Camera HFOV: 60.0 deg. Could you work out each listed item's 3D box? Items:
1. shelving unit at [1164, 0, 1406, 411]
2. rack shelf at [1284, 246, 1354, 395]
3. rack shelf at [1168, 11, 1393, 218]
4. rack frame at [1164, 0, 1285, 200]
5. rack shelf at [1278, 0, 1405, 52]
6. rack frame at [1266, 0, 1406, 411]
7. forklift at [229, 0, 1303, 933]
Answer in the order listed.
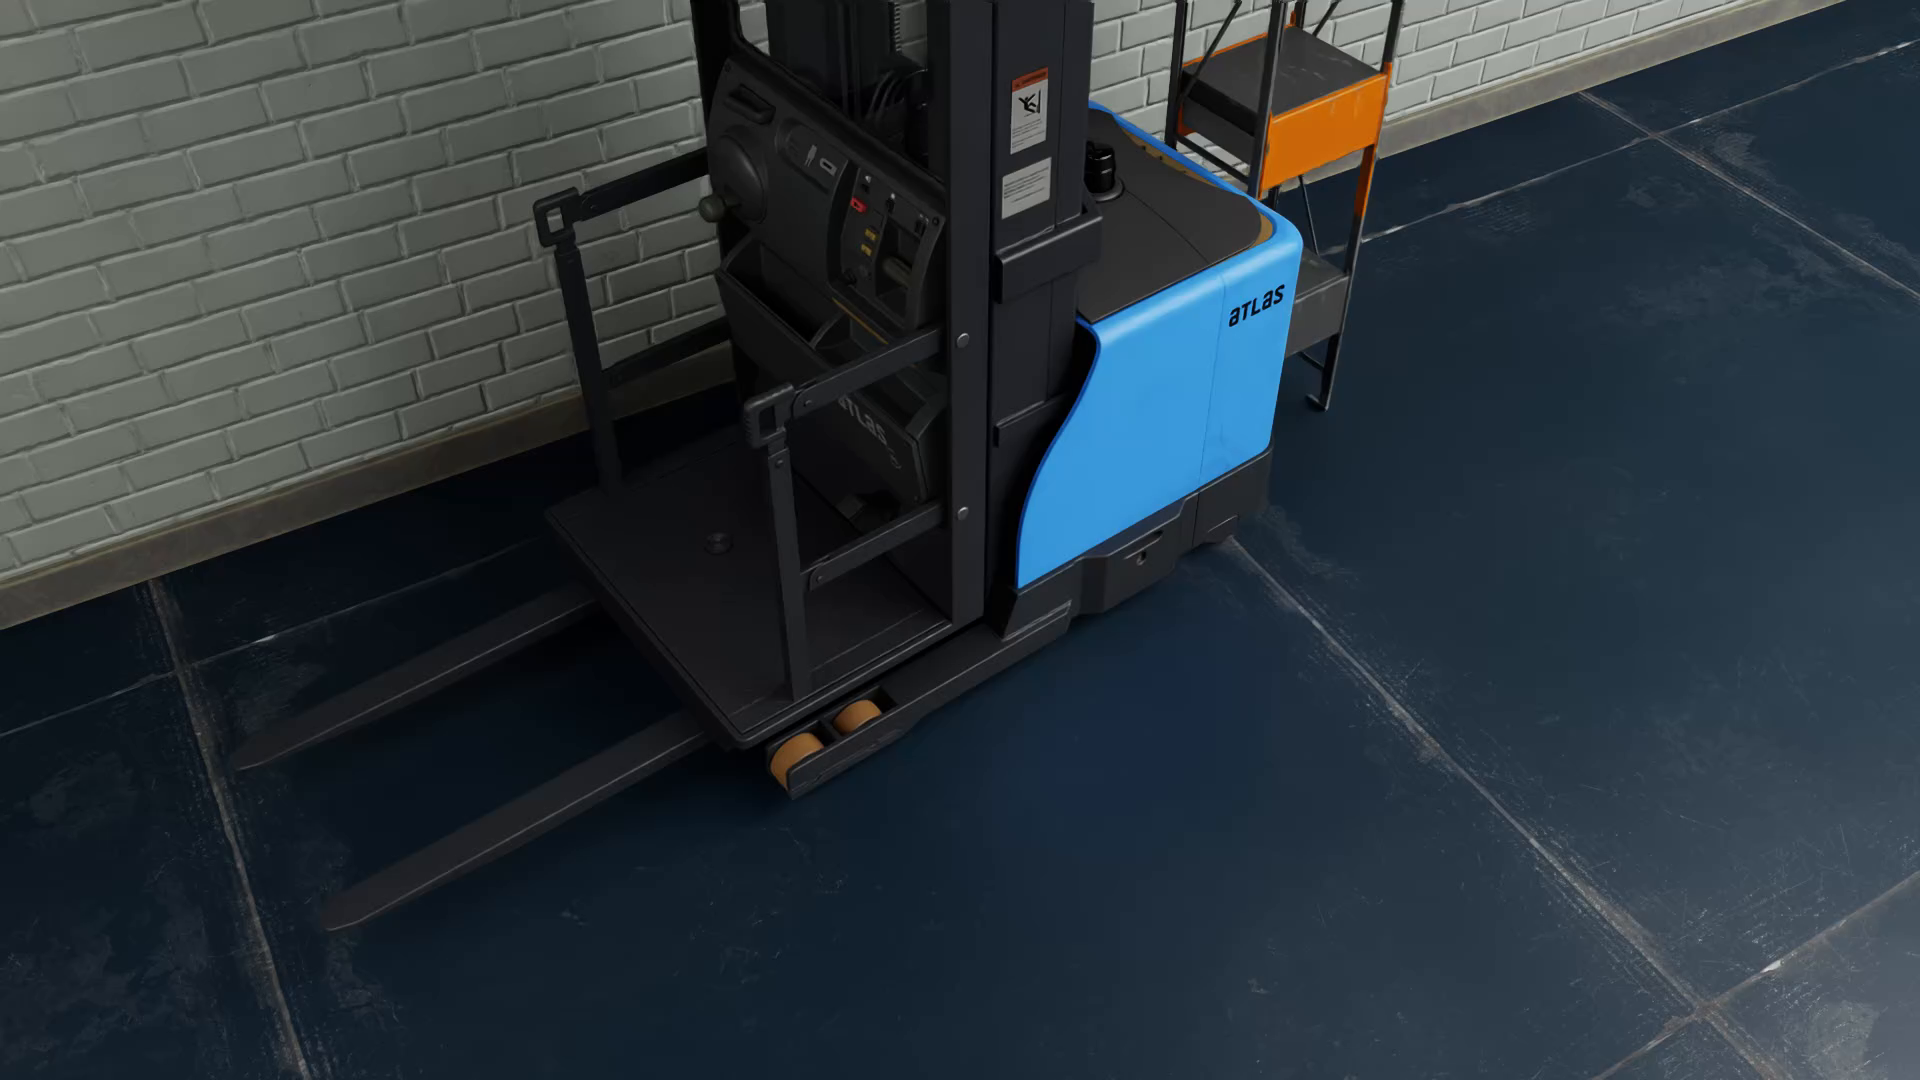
[{"bbox_3d":[0.937,-1.217,4.993,0.503,2.100,0.431,-26,50,-25],"label":"shelving unit"},{"bbox_3d":[0.941,-0.701,5.486,0.480,0.518,0.431,-26,50,-25],"label":"rack shelf"},{"bbox_3d":[0.937,-1.207,5.003,0.480,0.518,0.431,-26,50,-25],"label":"rack shelf"},{"bbox_3d":[0.739,-1.118,4.891,0.015,2.100,0.400,-26,50,-25],"label":"rack frame"},{"bbox_3d":[0.934,-1.713,4.519,0.480,0.518,0.431,-26,50,-25],"label":"rack shelf"},{"bbox_3d":[1.136,-1.316,5.095,0.015,2.100,0.400,-26,50,-25],"label":"rack frame"},{"bbox_3d":[-0.508,-0.781,3.950,3.031,2.935,1.130,-28,51,-26],"label":"forklift"}]
